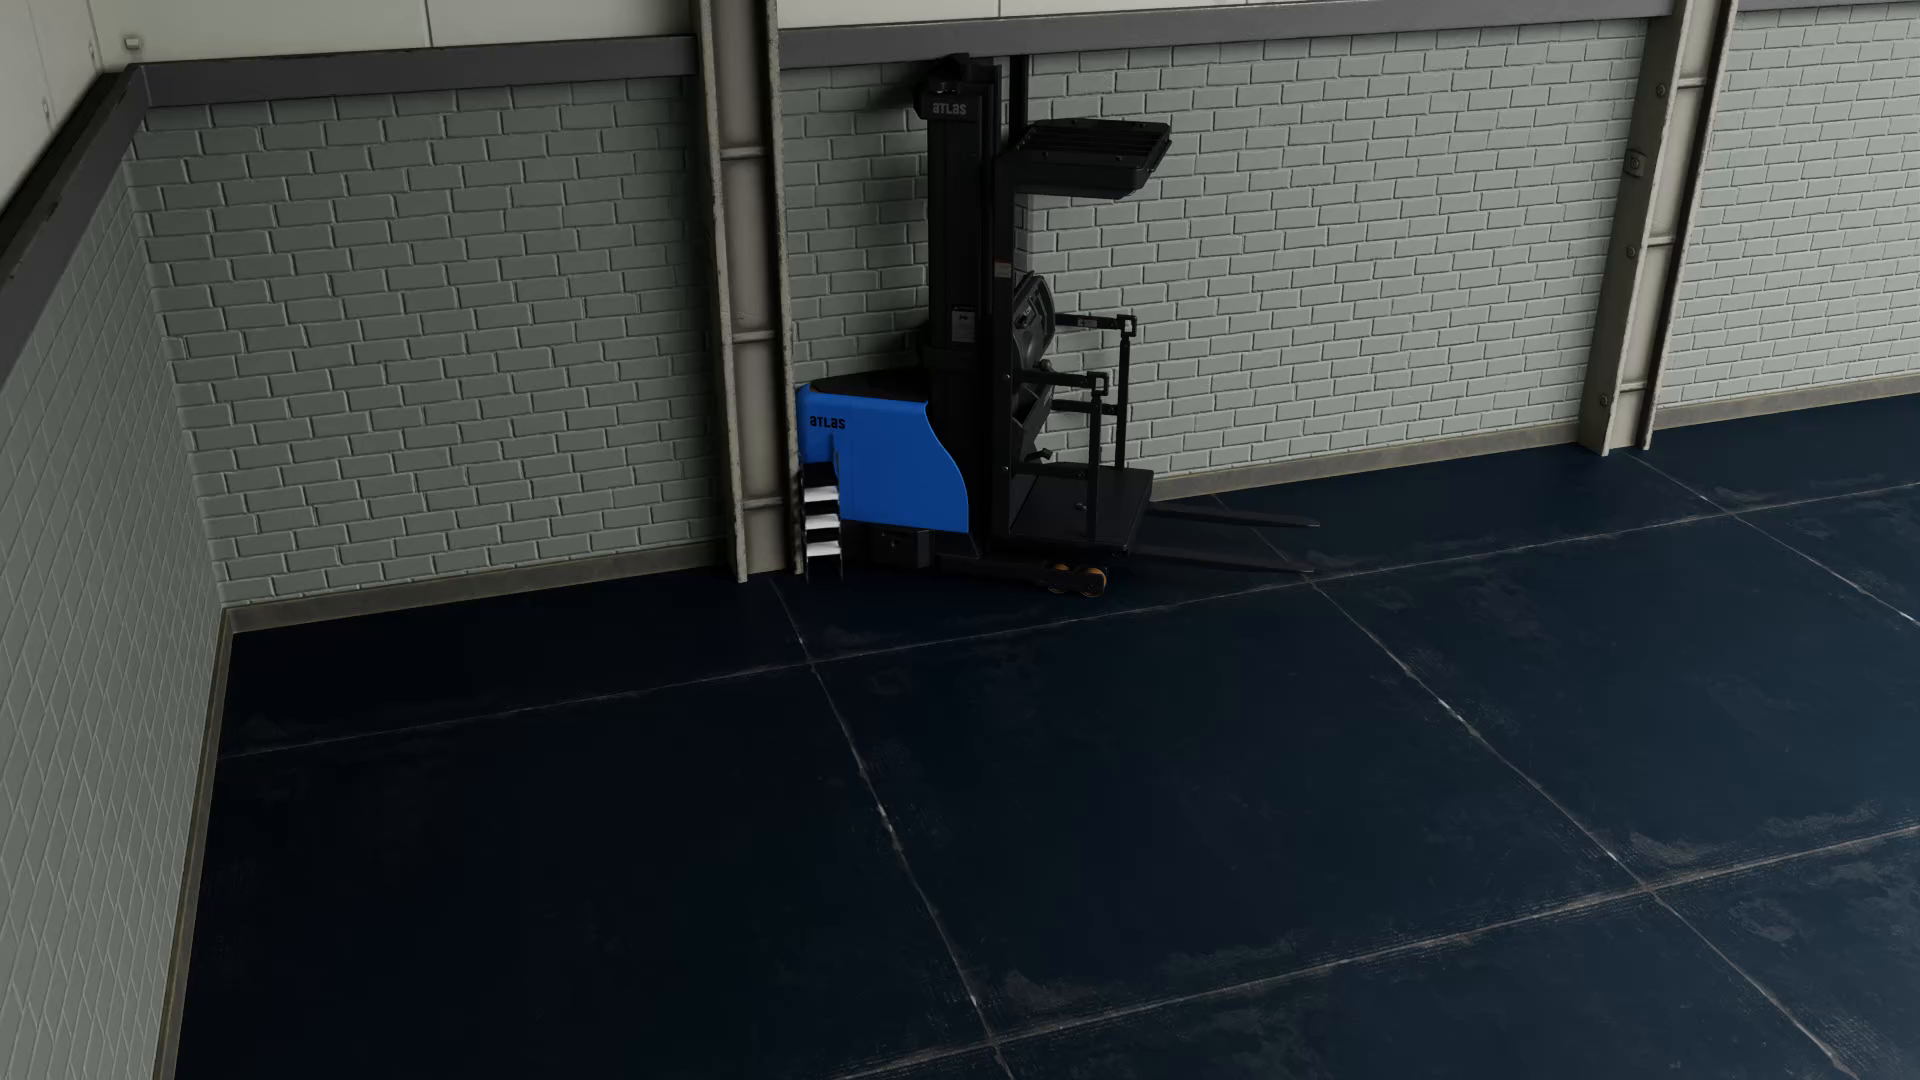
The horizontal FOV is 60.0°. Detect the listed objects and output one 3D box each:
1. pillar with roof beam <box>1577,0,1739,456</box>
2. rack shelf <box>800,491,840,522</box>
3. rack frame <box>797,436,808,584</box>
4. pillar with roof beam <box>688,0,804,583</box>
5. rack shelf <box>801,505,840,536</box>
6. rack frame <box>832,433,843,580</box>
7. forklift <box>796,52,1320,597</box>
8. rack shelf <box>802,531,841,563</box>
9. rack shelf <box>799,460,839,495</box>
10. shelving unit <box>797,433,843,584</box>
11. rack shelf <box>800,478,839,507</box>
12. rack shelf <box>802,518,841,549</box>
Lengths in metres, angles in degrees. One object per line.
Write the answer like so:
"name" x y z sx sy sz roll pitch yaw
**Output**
"pillar with roof beam" 5.876 -2.878 5.928 0.400 9.000 9.100 -8 28 -16
"rack shelf" -0.813 -0.204 9.630 0.200 0.077 0.258 -5 30 -10
"rack frame" -0.913 -0.146 9.641 0.006 0.900 0.240 -5 30 -10
"pillar with roof beam" 0.171 -2.052 4.263 0.400 9.000 9.100 -8 28 -16
"rack shelf" -0.813 -0.126 9.675 0.200 0.077 0.258 -5 30 -10
"rack frame" -0.713 -0.164 9.676 0.006 0.900 0.240 -5 30 -10
"forklift" 0.611 -1.244 9.459 3.031 2.935 1.130 6 27 13
"rack shelf" -0.814 0.030 9.764 0.200 0.077 0.258 -5 30 -10
"rack shelf" -0.811 -0.361 9.541 0.200 0.077 0.258 -5 30 -10
"shelving unit" -0.813 -0.155 9.658 0.210 0.900 0.258 -5 30 -10
"rack shelf" -0.812 -0.282 9.585 0.200 0.077 0.258 -5 30 -10
"rack shelf" -0.814 -0.048 9.719 0.200 0.077 0.258 -5 30 -10
